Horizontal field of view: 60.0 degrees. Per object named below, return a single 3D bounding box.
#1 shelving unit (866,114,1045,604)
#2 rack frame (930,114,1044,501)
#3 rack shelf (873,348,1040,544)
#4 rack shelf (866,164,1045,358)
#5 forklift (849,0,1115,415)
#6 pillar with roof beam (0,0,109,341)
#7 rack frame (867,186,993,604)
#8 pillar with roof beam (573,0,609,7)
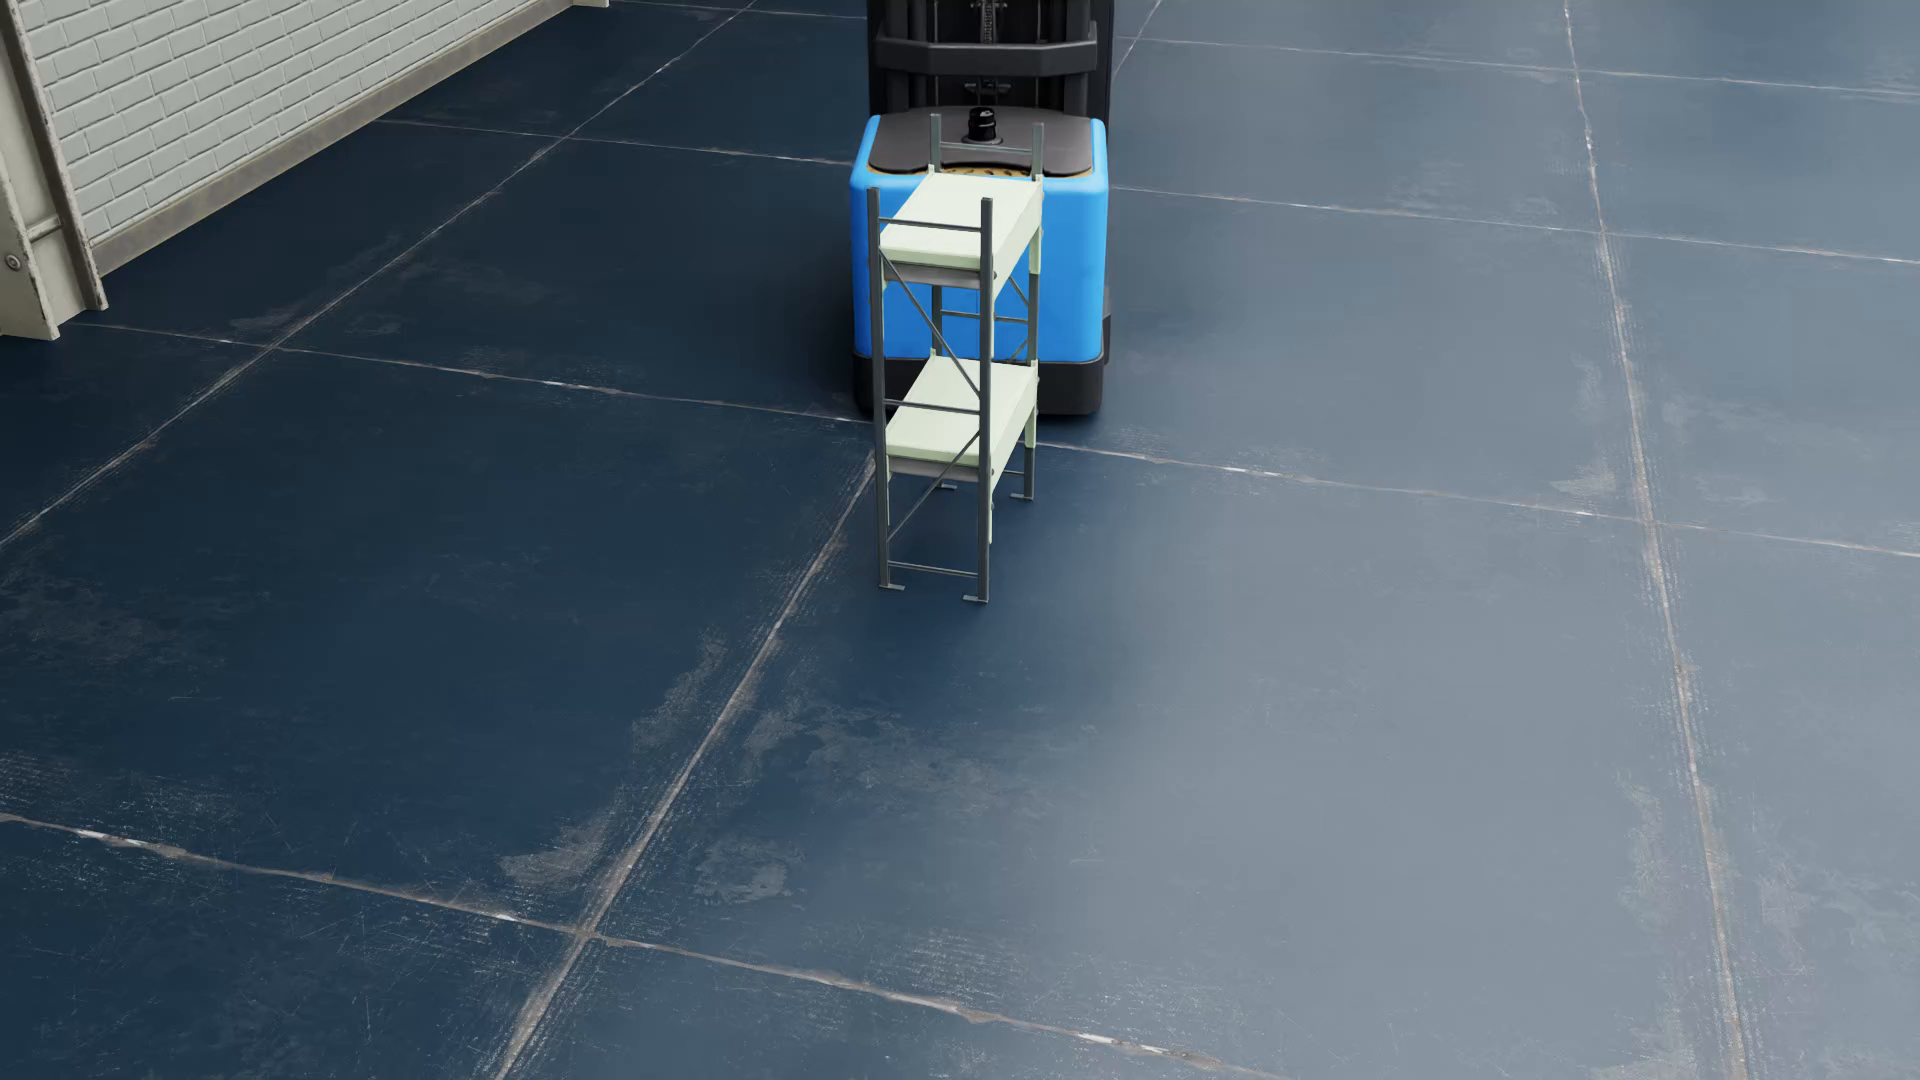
[{"bbox_3d":[-0.002,-0.629,5.842,0.431,1.500,0.755,8,33,12],"label":"shelving unit"},{"bbox_3d":[0.091,-0.819,6.141,0.400,1.500,0.023,8,33,12],"label":"rack frame"},{"bbox_3d":[-0.002,-0.354,6.017,0.431,0.370,0.720,8,33,12],"label":"rack shelf"},{"bbox_3d":[-0.002,-0.959,5.633,0.431,0.370,0.720,8,33,12],"label":"rack shelf"},{"bbox_3d":[0.147,-2.521,7.483,1.130,2.935,3.031,2,32,3],"label":"forklift"},{"bbox_3d":[-0.138,-4.259,4.561,9.100,9.000,0.400,8,33,12],"label":"pillar with roof beam"},{"bbox_3d":[-0.095,-0.440,5.543,0.400,1.500,0.023,8,33,12],"label":"rack frame"},{"bbox_3d":[1.384,-7.372,9.459,9.100,9.000,0.400,8,33,12],"label":"pillar with roof beam"}]
